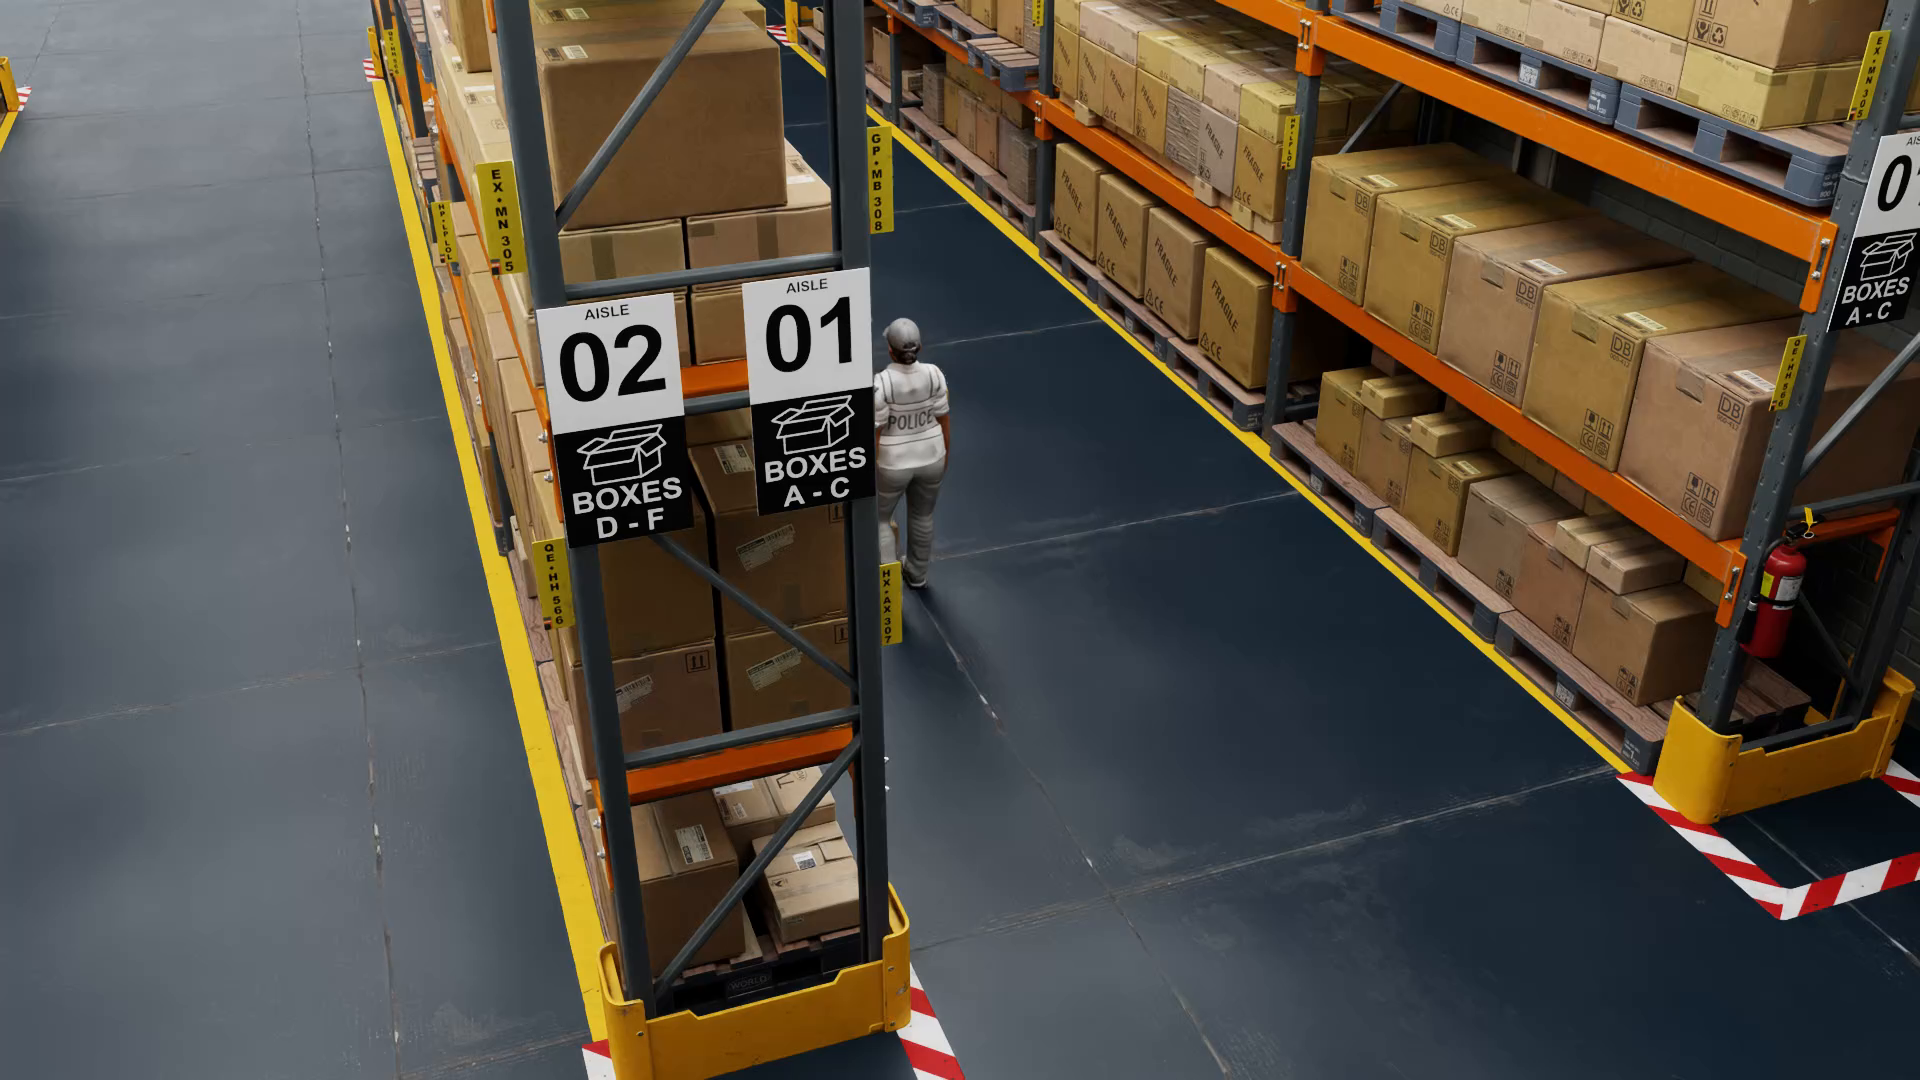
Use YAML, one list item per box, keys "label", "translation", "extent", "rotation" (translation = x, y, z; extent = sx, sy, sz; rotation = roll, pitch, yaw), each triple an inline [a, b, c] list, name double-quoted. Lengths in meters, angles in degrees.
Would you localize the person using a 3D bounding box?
- label: "person"
  translation: [-0.293, -0.425, 9.072]
  extent: [0.505, 1.674, 0.578]
  rotation: [-11, 32, -18]
